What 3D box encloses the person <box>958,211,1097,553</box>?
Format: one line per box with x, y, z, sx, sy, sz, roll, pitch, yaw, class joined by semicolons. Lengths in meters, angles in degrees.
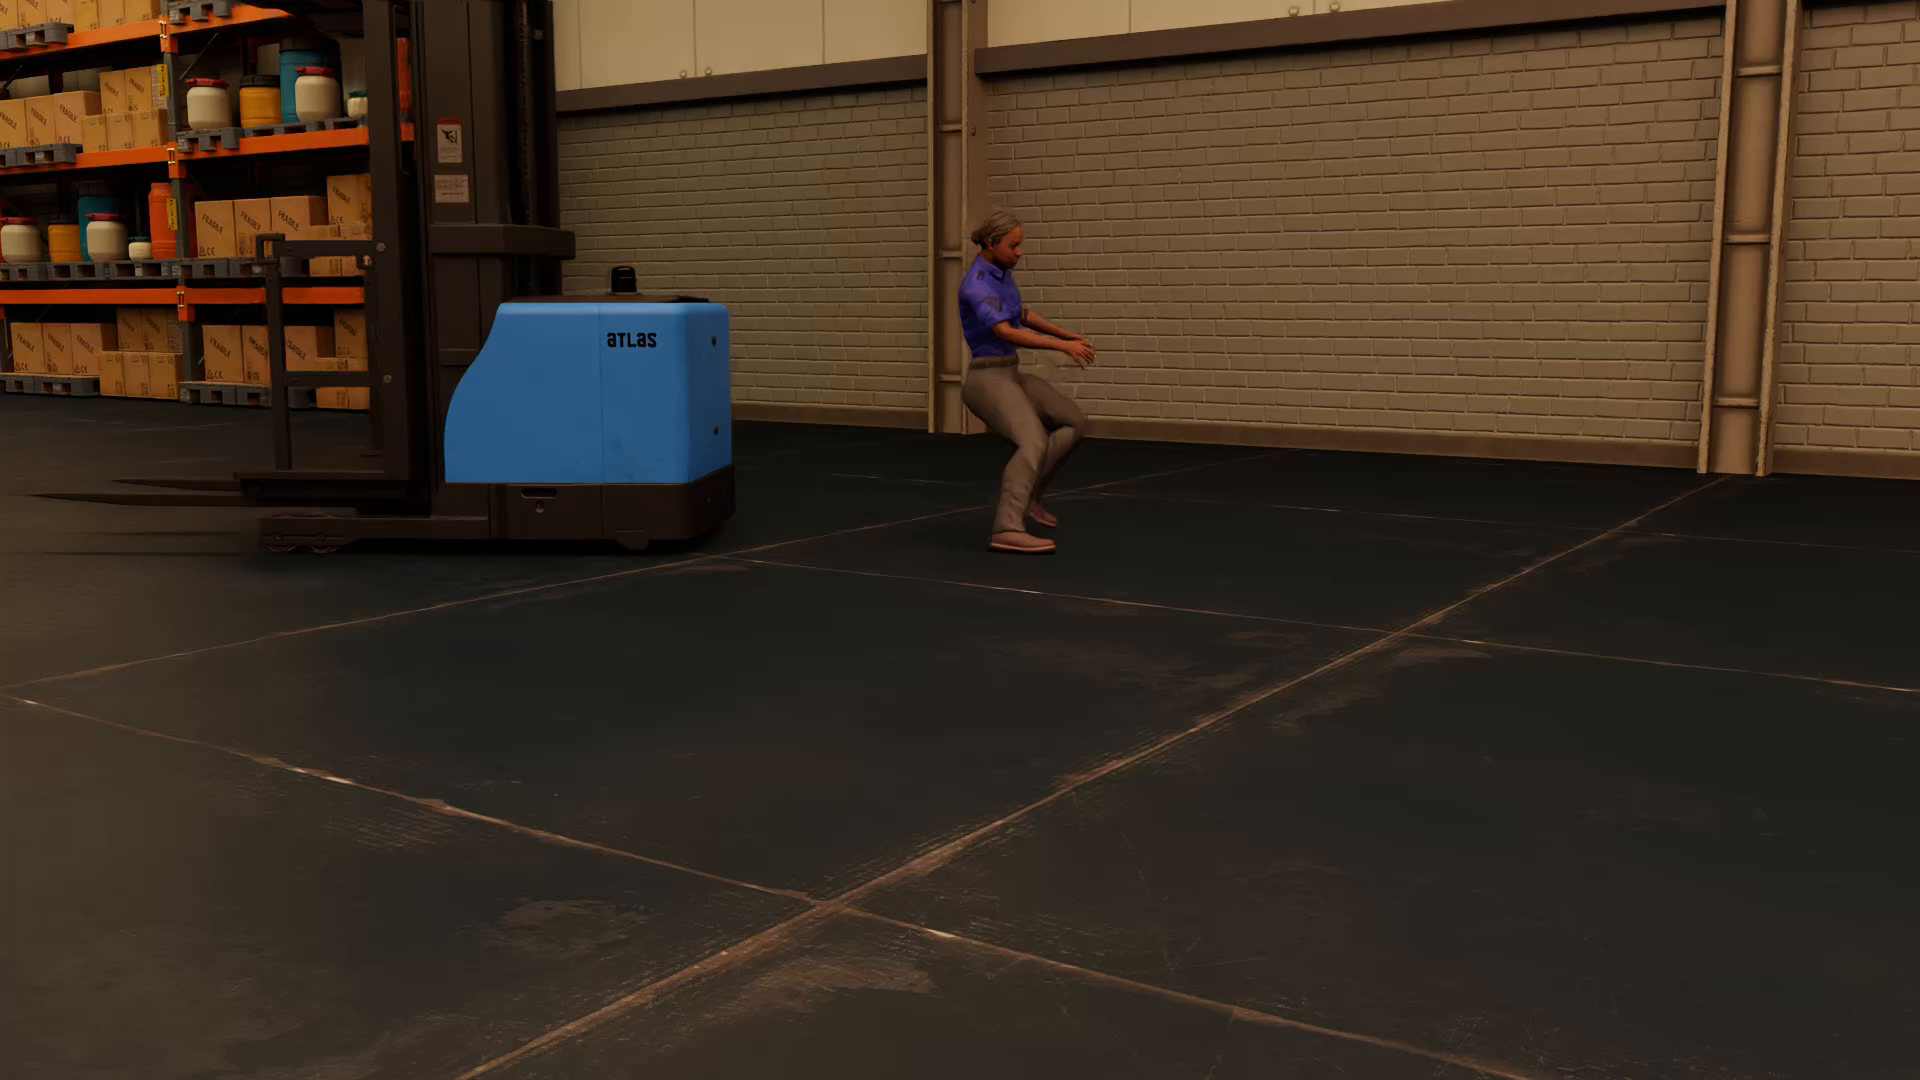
0.342;-0.730;7.484;0.686;1.475;0.860;3;9;18;person

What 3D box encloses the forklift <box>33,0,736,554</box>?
-2.622;-1.466;7.500;3.031;2.935;1.130;1;8;4;forklift
